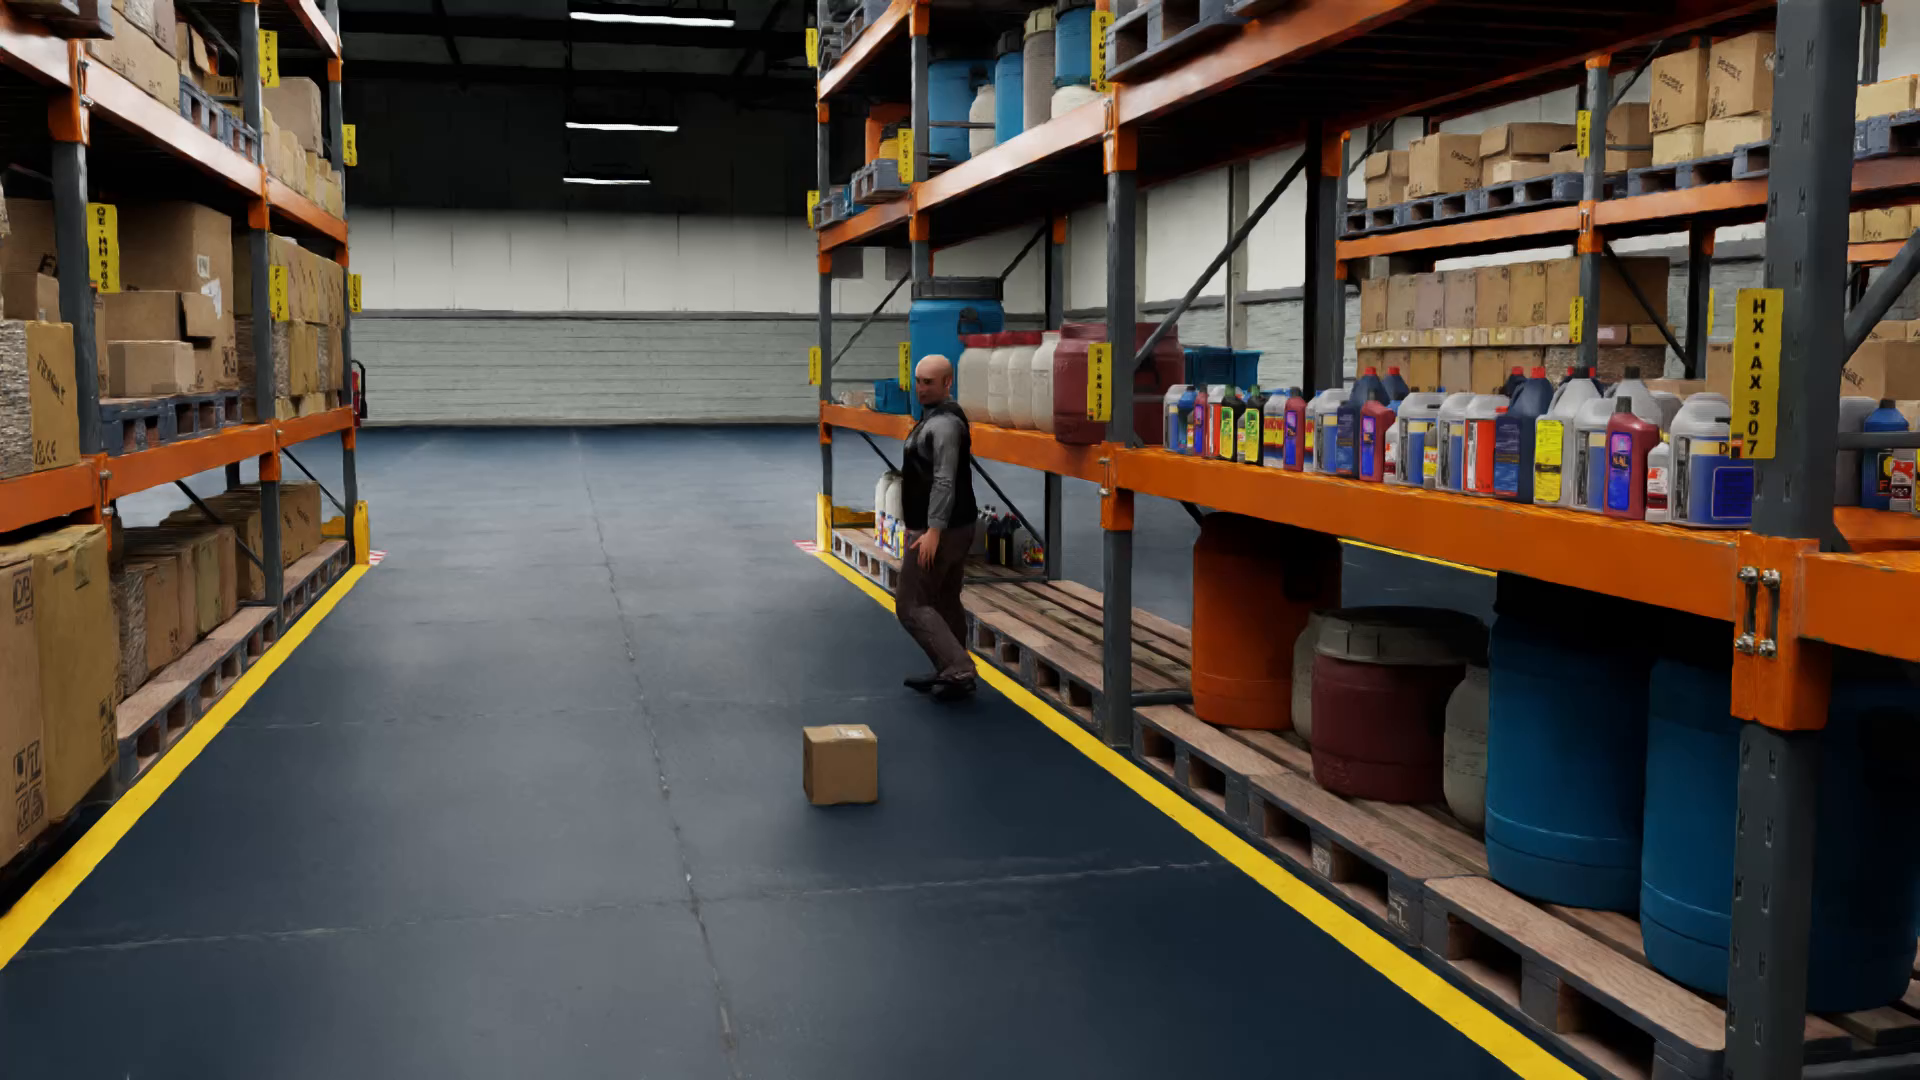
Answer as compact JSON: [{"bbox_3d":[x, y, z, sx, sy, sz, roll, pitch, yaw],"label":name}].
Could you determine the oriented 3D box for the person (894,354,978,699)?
[{"bbox_3d":[-0.106,-0.053,8.087,0.417,1.696,0.639,1,6,6],"label":"person"}]
